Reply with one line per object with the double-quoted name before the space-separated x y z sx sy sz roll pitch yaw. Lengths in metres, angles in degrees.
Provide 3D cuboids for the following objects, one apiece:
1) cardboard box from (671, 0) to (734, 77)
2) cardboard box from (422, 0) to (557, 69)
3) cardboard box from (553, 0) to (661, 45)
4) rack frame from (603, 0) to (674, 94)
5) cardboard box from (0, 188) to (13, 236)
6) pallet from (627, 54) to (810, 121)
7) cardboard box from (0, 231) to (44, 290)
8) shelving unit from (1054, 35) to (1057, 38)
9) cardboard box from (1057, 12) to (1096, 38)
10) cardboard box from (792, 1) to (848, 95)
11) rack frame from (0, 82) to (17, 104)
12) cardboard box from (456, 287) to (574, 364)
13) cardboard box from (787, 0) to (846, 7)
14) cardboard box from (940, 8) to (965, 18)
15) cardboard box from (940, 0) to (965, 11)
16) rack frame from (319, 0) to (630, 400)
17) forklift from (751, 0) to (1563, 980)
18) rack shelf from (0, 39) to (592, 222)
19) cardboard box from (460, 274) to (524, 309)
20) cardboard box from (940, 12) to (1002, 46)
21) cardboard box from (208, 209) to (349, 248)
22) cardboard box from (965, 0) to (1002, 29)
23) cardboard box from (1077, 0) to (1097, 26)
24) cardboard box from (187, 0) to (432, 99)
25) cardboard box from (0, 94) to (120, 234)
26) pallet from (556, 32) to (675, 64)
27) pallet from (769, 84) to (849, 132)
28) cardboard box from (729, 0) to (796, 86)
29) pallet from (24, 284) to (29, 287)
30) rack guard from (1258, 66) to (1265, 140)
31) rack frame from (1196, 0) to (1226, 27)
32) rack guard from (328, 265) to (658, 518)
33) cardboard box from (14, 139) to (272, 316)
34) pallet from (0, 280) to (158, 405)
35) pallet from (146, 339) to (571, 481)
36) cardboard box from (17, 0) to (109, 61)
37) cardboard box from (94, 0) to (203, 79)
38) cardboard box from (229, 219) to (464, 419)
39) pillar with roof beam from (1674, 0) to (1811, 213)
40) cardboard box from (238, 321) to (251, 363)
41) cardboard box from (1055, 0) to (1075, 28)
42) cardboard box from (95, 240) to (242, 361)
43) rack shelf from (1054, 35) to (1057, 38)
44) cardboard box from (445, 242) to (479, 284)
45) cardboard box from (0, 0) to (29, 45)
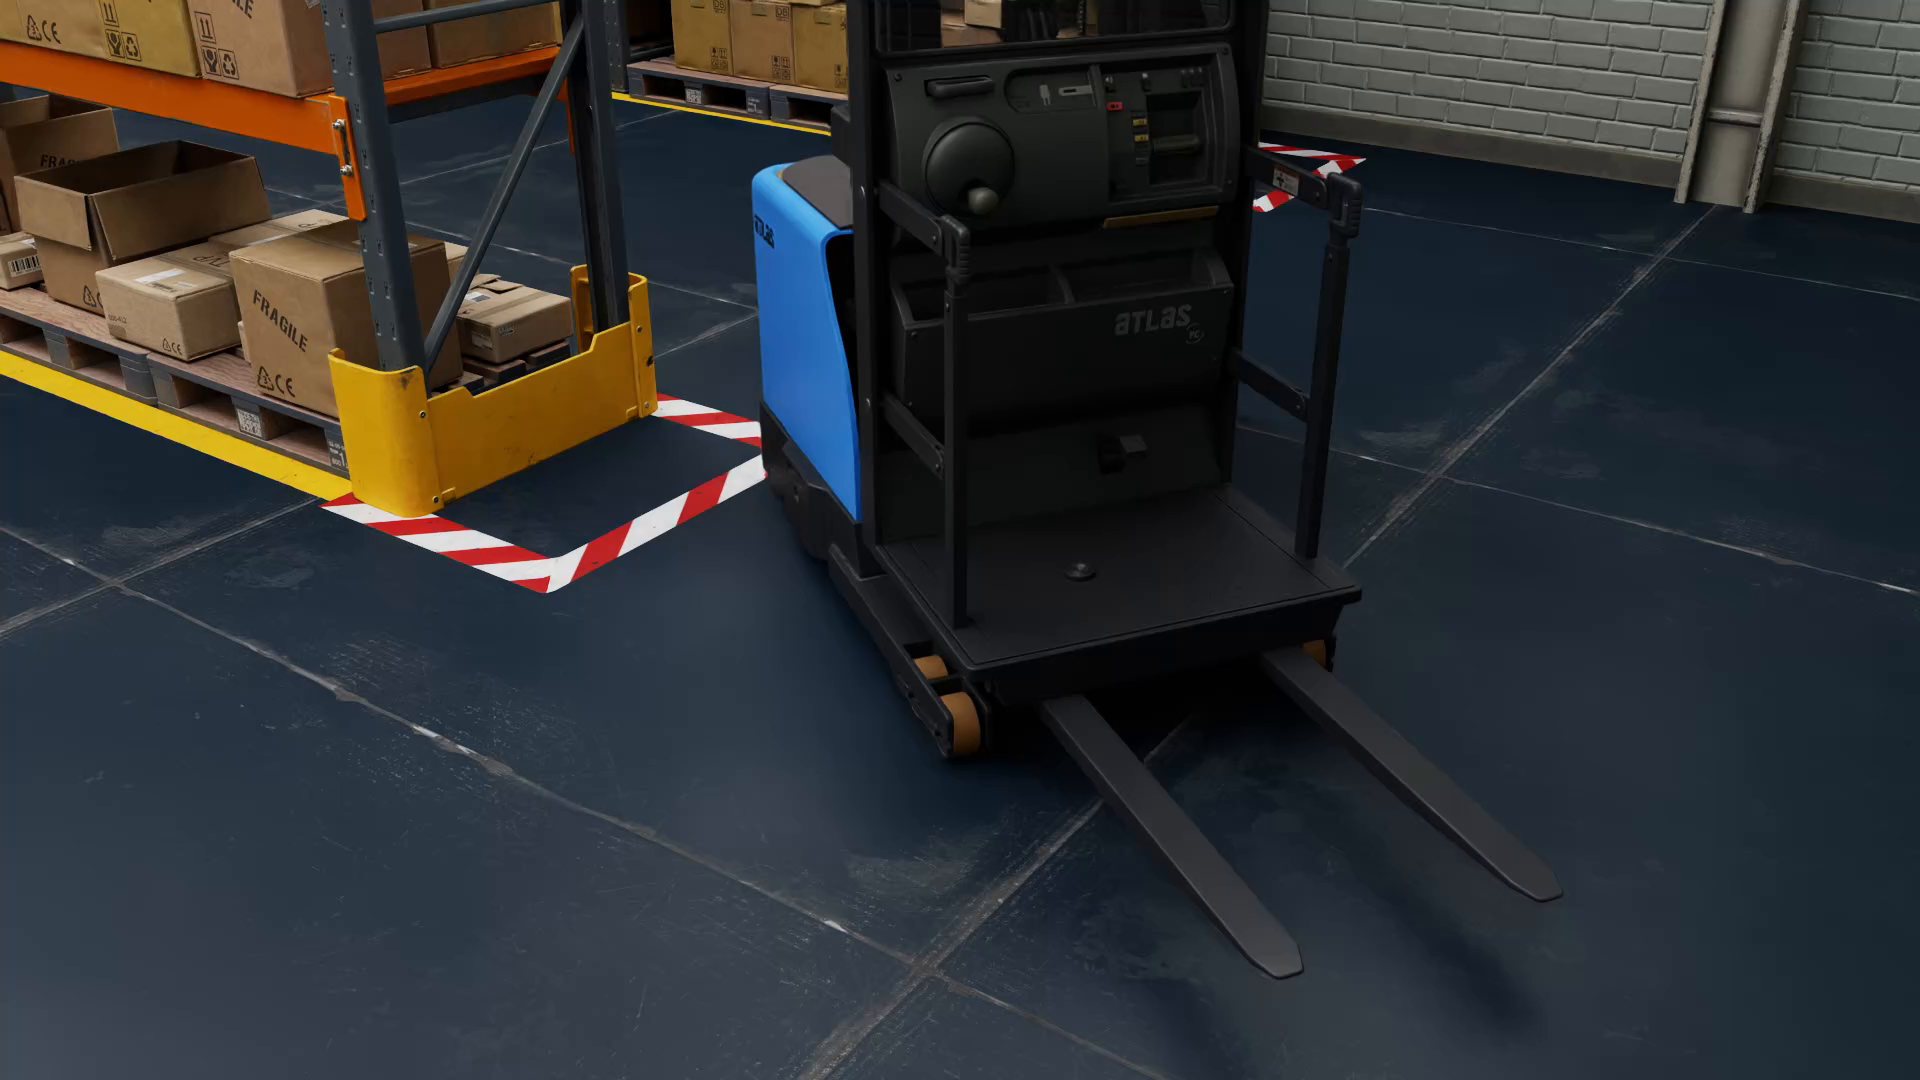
"cardboard box" -1.450 -3.362 10.842 0.500 0.500 0.700 18 32 31
"cardboard box" -1.730 -1.896 5.559 0.500 0.500 0.500 18 32 31
"cardboard box" -2.618 -3.867 11.448 0.750 0.750 0.750 18 32 31
"rack frame" -2.009 -4.519 10.823 0.127 3.000 1.000 17 32 30
"cardboard box" -4.587 -1.476 7.322 0.500 0.311 0.500 17 32 30
"pallet" -1.426 -3.052 11.015 1.213 0.211 1.003 17 32 30
"cardboard box" -3.868 -1.193 6.925 0.250 0.166 0.380 17 32 30
"shelving unit" 0.597 -1.113 5.784 0.755 1.500 0.431 9 28 17
"cardboard box" 0.655 -2.708 9.557 0.500 0.500 0.700 17 32 30
"cardboard box" -0.616 -3.099 10.326 0.500 0.500 0.700 18 32 31
"rack frame" -4.810 -2.667 7.182 0.127 3.000 1.000 17 32 30
"cardboard box" -1.664 -0.801 6.175 0.250 0.149 0.380 17 32 30
"cardboard box" -0.841 -3.361 10.125 0.250 0.149 0.380 16 31 29
"cardboard box" -0.173 -2.965 10.062 0.500 0.500 0.700 16 31 29
"cardboard box" 0.037 -3.299 10.003 0.250 0.149 0.380 18 32 31
"rack frame" -1.513 -1.639 5.164 0.127 3.000 1.000 17 32 30
"forklift" 0.351 -0.975 3.934 1.130 2.935 3.031 -10 29 -19
"rack shelf" -3.162 -1.832 6.336 4.000 0.370 1.077 17 32 30
"cardboard box" -1.870 -0.873 6.297 0.250 0.166 0.380 17 32 30
"cardboard box" 0.242 -2.836 9.809 0.500 0.500 0.700 17 32 30
"cardboard box" -2.625 -1.112 6.675 0.500 0.250 0.500 17 32 30
"cardboard box" 0.235 -3.027 9.469 0.250 0.149 0.380 18 32 32
"cardboard box" 0.871 -3.040 9.493 0.250 0.149 0.380 18 32 31
"cardboard box" -2.036 -1.697 5.167 0.500 0.500 0.500 18 32 32
"cardboard box" -4.180 -1.708 7.571 0.500 0.500 0.500 17 32 30
"pallet" -2.687 -3.447 11.790 1.213 0.211 1.003 17 32 30
"pallet" -0.416 -2.739 10.400 1.213 0.211 1.003 17 32 30
"cardboard box" -1.038 -3.232 10.587 0.500 0.500 0.700 17 32 30
"pallet" -4.245 -1.247 7.468 1.213 0.211 1.003 17 32 30
"rack guard" 1.308 -2.372 9.360 0.348 0.500 1.175 17 32 30
"rack frame" 1.288 -3.492 8.805 0.127 3.000 1.000 17 32 30
"rack guard" -1.576 -0.545 5.769 0.348 0.500 1.175 17 32 30
"cardboard box" -3.259 -1.269 6.705 0.637 0.503 0.797 17 32 30
"pallet" -3.235 -0.934 6.853 1.213 0.211 1.003 17 32 30
"pallet" -2.233 -0.620 6.237 1.213 0.211 1.003 17 32 30
"cardboard box" -2.874 -1.959 5.682 0.500 0.500 0.500 18 32 31
"cardboard box" -2.466 -1.829 5.427 0.500 0.500 0.500 18 32 31
"cardboard box" -2.101 -0.769 5.725 0.500 0.500 0.500 17 32 30
"pillar with roof beam" 1.566 -4.187 3.555 0.400 9.000 9.100 17 32 30
"cardboard box" -2.384 -0.758 6.071 0.250 0.166 0.380 17 32 30
"cardboard box" 0.446 -2.962 9.340 0.250 0.149 0.380 17 31 30
"cardboard box" -2.867 -0.913 6.283 0.500 0.250 0.500 17 32 30
"rack shelf" 0.597 -1.461 5.607 0.720 0.370 0.431 9 28 17
"cardboard box" -2.213 -0.984 6.423 0.500 0.250 0.500 17 32 30
"cardboard box" -3.289 -2.089 5.937 0.500 0.500 0.500 17 31 30
